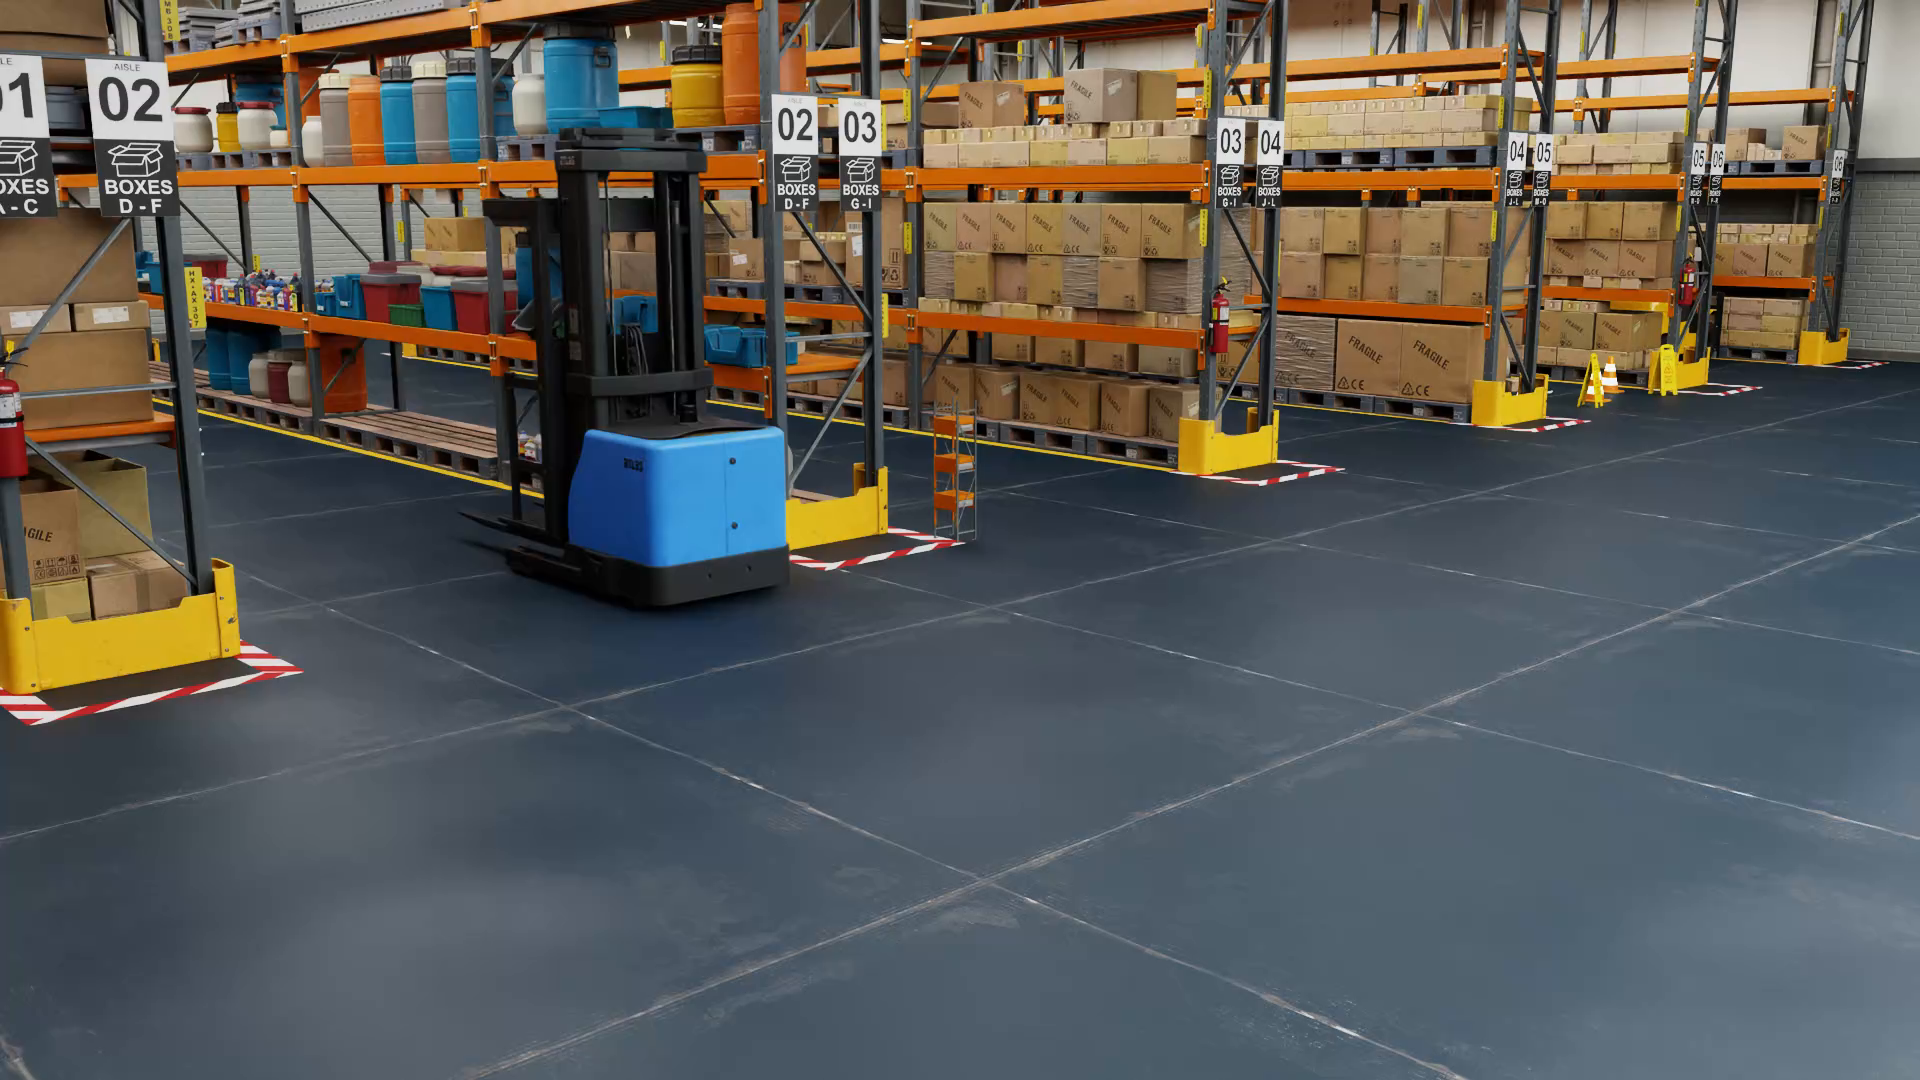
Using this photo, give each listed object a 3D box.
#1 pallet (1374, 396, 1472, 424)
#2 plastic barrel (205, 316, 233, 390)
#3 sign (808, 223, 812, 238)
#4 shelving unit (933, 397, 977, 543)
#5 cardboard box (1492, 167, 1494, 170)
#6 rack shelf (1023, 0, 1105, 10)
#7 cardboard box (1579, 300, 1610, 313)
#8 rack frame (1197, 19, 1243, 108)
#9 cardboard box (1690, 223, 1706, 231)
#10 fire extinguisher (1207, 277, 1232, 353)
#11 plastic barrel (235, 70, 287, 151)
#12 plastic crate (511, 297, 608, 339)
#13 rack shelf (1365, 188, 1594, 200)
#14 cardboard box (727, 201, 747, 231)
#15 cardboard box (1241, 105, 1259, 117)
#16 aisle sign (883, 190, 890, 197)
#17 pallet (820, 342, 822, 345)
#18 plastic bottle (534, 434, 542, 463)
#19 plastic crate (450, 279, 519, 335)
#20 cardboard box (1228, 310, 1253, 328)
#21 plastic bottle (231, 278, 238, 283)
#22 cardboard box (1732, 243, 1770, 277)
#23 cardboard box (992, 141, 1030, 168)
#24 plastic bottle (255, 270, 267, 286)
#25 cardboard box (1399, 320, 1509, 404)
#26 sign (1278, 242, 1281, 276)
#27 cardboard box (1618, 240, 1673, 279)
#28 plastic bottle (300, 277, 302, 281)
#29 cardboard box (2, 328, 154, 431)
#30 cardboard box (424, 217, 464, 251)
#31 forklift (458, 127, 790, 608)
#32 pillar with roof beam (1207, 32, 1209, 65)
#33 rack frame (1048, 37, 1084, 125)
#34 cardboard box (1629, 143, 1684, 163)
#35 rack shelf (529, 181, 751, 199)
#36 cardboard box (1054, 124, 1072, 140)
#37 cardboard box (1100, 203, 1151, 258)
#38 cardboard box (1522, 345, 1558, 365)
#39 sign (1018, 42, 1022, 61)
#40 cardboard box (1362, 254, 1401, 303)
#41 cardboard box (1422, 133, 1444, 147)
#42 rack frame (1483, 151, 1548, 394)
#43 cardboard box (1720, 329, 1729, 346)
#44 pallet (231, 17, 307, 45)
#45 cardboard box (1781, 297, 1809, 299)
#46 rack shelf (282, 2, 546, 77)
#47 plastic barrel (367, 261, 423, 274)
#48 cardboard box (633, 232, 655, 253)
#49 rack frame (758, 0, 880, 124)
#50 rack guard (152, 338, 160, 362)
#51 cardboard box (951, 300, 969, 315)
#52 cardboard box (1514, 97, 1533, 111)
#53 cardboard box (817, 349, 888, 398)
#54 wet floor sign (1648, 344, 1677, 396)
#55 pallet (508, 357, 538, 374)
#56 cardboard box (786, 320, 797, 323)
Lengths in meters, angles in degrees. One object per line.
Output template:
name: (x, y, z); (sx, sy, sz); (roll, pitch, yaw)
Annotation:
pallet: (5.652, -1.574, 19.531); (1.003, 0.211, 1.213); (-11, 16, -43)
plastic barrel: (-8.903, -2.315, 20.375); (0.600, 0.901, 0.708); (-11, 16, -43)
sign: (-2.414, -4.933, 26.776); (0.100, 0.325, 0.005); (-11, 16, -43)
shelving unit: (-0.037, -0.522, 12.344); (0.215, 1.050, 0.252); (-11, 16, -43)
cardboard box: (7.758, -5.240, 23.600); (0.250, 0.149, 0.380); (11, 16, 43)
rack shelf: (2.865, -9.212, 28.371); (1.077, 0.370, 4.000); (-11, 16, -43)
cardboard box: (8.727, -3.208, 22.855); (0.380, 0.149, 0.250); (-10, 15, -41)
rack frame: (4.246, -7.645, 27.217); (1.000, 3.000, 0.127); (-11, 16, -43)
cardboard box: (11.895, -4.990, 26.604); (0.380, 0.149, 0.250); (-11, 16, -42)
fire extinguisher: (2.349, -2.039, 15.067); (0.296, 0.674, 0.183); (-11, 16, -43)
plastic barrel: (-7.977, -4.912, 19.102); (0.600, 0.901, 0.708); (-11, 16, -43)
plastic crate: (-3.472, -1.927, 14.485); (0.767, 0.338, 0.504); (-11, 16, -43)
rack shelf: (9.215, -6.224, 29.535); (1.077, 0.370, 4.000); (-11, 16, -43)
cardboard box: (-3.620, -5.526, 28.336); (0.500, 0.500, 0.500); (11, 16, 43)
cardboard box: (3.681, -5.272, 20.491); (0.380, 0.149, 0.250); (-11, 16, -43)
aisle sign: (-1.538, -7.117, 33.082); (0.394, 0.787, 0.004); (-11, 16, -43)
pallet: (-2.516, -3.313, 27.969); (1.003, 0.211, 1.213); (-11, 16, -43)
plastic bottle: (-3.595, -0.782, 14.434); (0.152, 0.276, 0.135); (-10, 15, -41)
plastic crate: (-4.297, -2.111, 15.065); (0.402, 0.464, 0.583); (-11, 16, -43)
cardboard box: (2.579, -2.110, 15.841); (0.380, 0.149, 0.250); (-11, 16, -43)
plastic bottle: (-8.472, -2.924, 19.477); (0.152, 0.276, 0.135); (-11, 16, -43)
cardboard box: (12.477, -4.392, 26.050); (0.500, 0.500, 0.500); (-10, 15, -41)
cardboard box: (0.671, -3.886, 16.776); (0.500, 0.250, 0.500); (11, 16, 43)
plastic bottle: (-8.371, -3.059, 19.950); (0.144, 0.351, 0.185); (-11, 16, -43)
cardboard box: (5.744, -2.089, 19.343); (0.875, 0.875, 0.875); (-11, 16, -42)
sign: (2.996, -2.658, 15.732); (0.100, 0.325, 0.005); (-11, 16, -43)
cardboard box: (9.197, -3.774, 22.313); (0.500, 0.500, 0.500); (-11, 16, -44)
plastic bottle: (-7.634, -2.946, 19.398); (0.144, 0.351, 0.185); (-11, 16, -43)
cardboard box: (-4.877, -0.897, 9.084); (0.700, 0.500, 0.500); (-11, 16, -43)
cardboard box: (-7.965, -4.752, 25.819); (0.500, 0.500, 0.500); (11, 16, 44)
forklift: (-2.466, -1.252, 11.225); (1.130, 2.935, 3.031); (-10, 16, -41)
pillar with roof beam: (2.129, -8.548, 31.602); (9.100, 9.000, 0.548); (-11, 16, -43)
rack frame: (2.309, -9.505, 36.244); (1.000, 3.000, 0.127); (-11, 16, -43)
cardboard box: (9.222, -5.118, 22.018); (0.500, 0.250, 0.500); (-11, 16, -43)
rack shelf: (-4.303, -4.734, 22.306); (1.077, 0.370, 4.000); (-11, 16, -43)
cardboard box: (1.137, -3.983, 16.262); (0.250, 0.149, 0.380); (11, 16, 42)
cardboard box: (1.695, -2.960, 15.884); (0.500, 0.500, 0.500); (-11, 16, -43)
cardboard box: (8.300, -2.631, 23.520); (0.500, 0.250, 0.500); (11, 16, 43)
sign: (1.065, -8.690, 29.582); (0.100, 0.325, 0.005); (-11, 16, -43)
cardboard box: (5.280, -3.132, 19.809); (0.875, 0.550, 0.550); (-11, 16, -43)
cardboard box: (5.434, -4.511, 18.773); (0.380, 0.149, 0.250); (-11, 16, -42)
rack frame: (6.260, -2.834, 18.736); (1.000, 3.000, 0.127); (-11, 16, -43)
cardboard box: (12.130, -3.263, 26.589); (0.500, 0.250, 0.500); (-11, 16, -42)
pallet: (-6.980, -5.395, 17.755); (1.213, 0.211, 1.003); (-11, 16, -43)
cardboard box: (13.163, -3.676, 26.118); (0.500, 0.250, 0.500); (-11, 16, -43)
rack shelf: (-5.123, -4.734, 15.860); (1.077, 0.370, 4.000); (-11, 16, -43)
plastic barrel: (-5.964, -2.676, 17.632); (0.600, 0.536, 0.708); (-11, 16, -43)
cardboard box: (-3.863, -4.070, 22.001); (0.797, 0.503, 0.637); (-10, 16, -41)
rack frame: (-0.979, -4.406, 11.497); (1.000, 3.000, 0.127); (-11, 16, -43)
rack guard: (-12.054, -2.580, 23.697); (1.175, 0.500, 0.348); (-11, 16, -43)
cardboard box: (0.128, -2.475, 17.611); (0.380, 0.149, 0.250); (-11, 16, -43)
cardboard box: (6.260, -4.919, 18.777); (0.380, 0.149, 0.250); (-11, 16, -42)
cardboard box: (-1.270, -1.979, 19.690); (0.500, 0.500, 0.700); (10, 15, 40)
wet floor sign: (9.128, -2.209, 21.535); (0.267, 0.644, 0.232); (-5, 13, -23)
pallet: (-6.152, -2.665, 24.826); (1.003, 0.211, 1.213); (-11, 16, -43)
cardboard box: (-2.670, -3.580, 27.643); (0.250, 0.149, 0.380); (11, 16, 42)
